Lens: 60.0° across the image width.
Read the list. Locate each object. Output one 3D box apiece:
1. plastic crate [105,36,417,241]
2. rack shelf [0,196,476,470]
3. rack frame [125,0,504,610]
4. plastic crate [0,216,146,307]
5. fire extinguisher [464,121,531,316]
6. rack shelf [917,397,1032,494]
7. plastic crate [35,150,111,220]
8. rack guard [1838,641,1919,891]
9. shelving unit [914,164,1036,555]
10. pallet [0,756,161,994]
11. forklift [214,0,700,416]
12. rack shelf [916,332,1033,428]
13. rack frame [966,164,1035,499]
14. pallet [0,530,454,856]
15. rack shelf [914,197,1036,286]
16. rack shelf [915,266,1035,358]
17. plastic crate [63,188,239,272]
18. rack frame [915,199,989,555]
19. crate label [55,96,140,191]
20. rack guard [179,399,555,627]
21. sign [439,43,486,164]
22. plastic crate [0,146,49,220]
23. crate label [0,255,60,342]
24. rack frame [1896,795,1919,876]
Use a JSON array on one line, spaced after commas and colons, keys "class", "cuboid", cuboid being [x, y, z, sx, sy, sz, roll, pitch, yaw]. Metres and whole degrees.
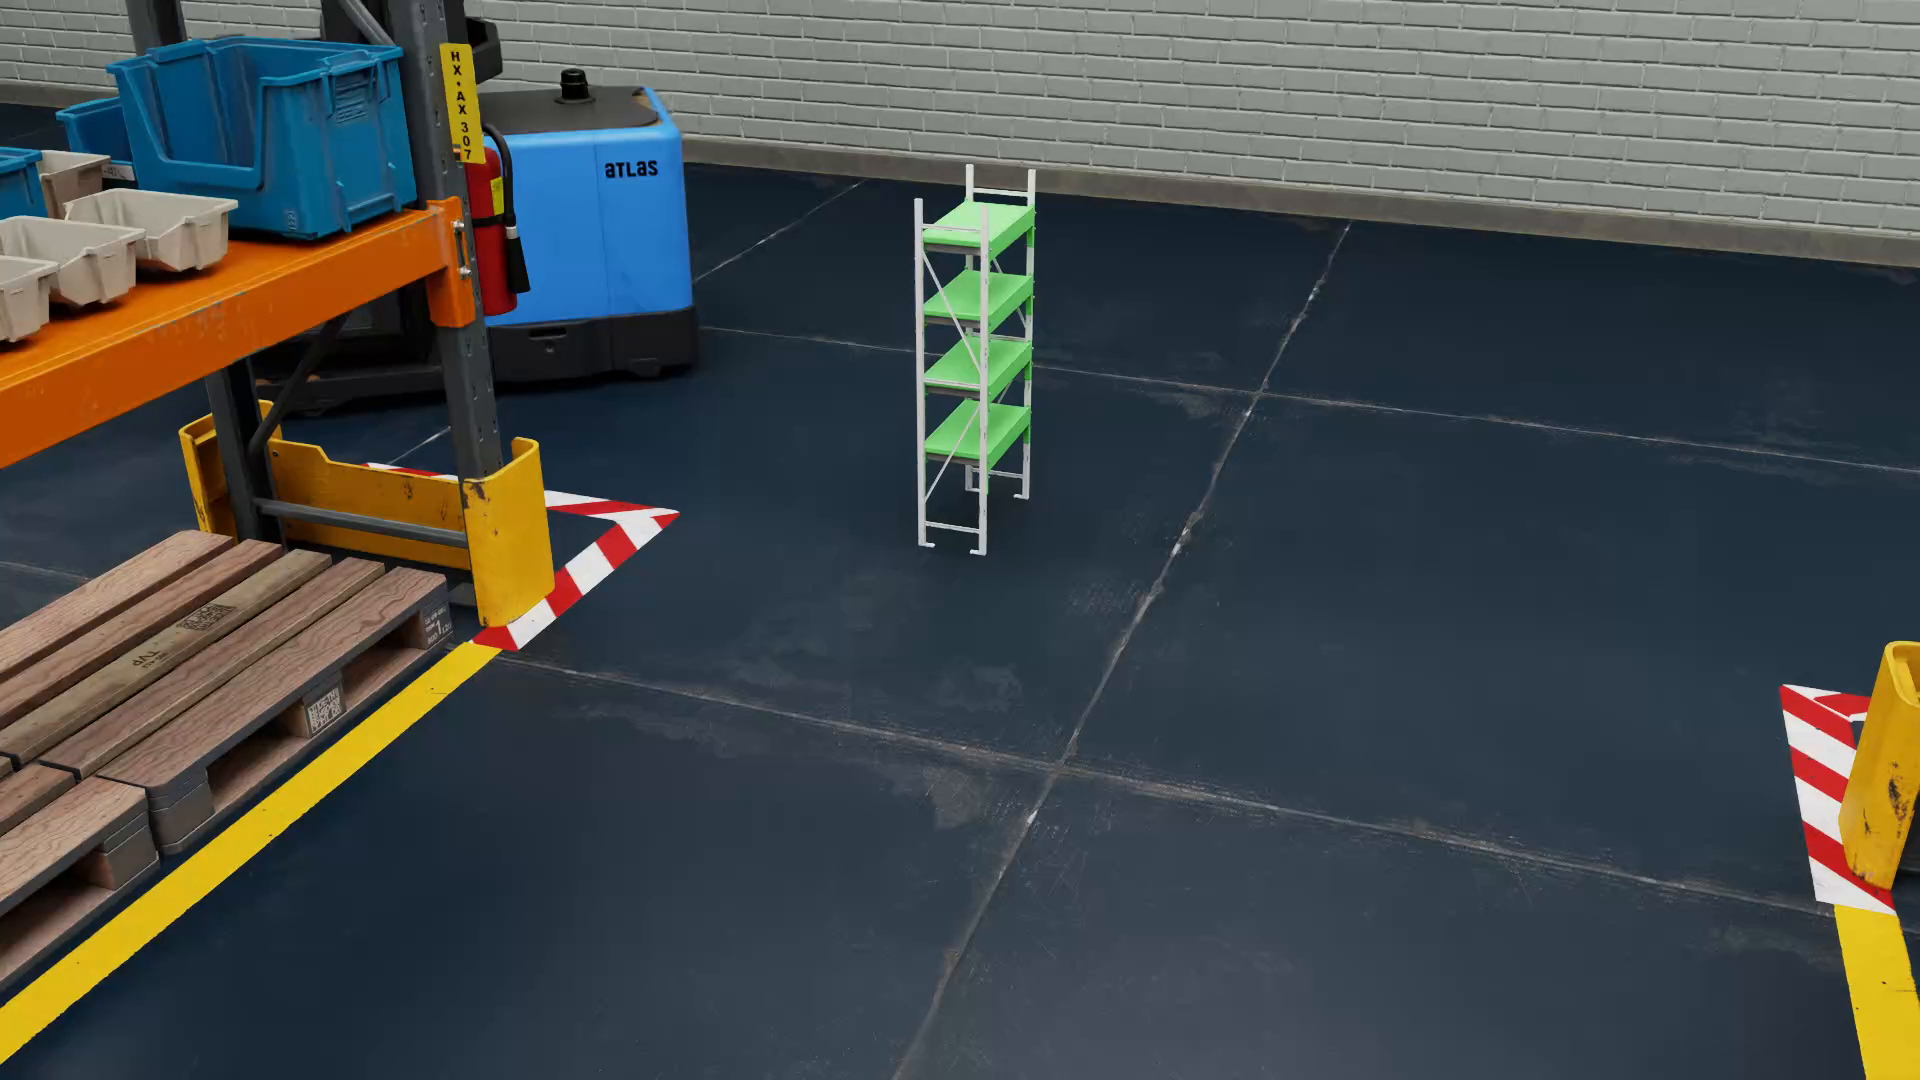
[{"class": "plastic crate", "cuboid": [-1.843, -1.091, 4.452, 0.616, 0.435, 0.499, 9, 27, 17]}, {"class": "rack shelf", "cuboid": [-2.573, -0.067, 3.272, 1.077, 0.370, 4.000, 9, 27, 17]}, {"class": "rack frame", "cuboid": [-1.908, -1.213, 4.813, 1.000, 3.000, 0.127, 9, 27, 17]}, {"class": "plastic crate", "cuboid": [-2.118, -0.643, 3.869, 0.396, 0.136, 0.243, 9, 27, 17]}, {"class": "fire extinguisher", "cuboid": [-1.429, -1.006, 4.903, 0.296, 0.674, 0.183, 9, 27, 17]}, {"class": "rack shelf", "cuboid": [0.055, -0.335, 5.761, 0.258, 0.148, 0.480, 9, 27, 17]}, {"class": "plastic crate", "cuboid": [-2.485, -0.948, 4.499, 0.250, 0.136, 0.298, 9, 27, 17]}, {"class": "rack guard", "cuboid": [2.771, 0.621, 3.894, 1.175, 0.500, 0.348, 9, 27, 17]}, {"class": "shelving unit", "cuboid": [0.055, -0.608, 5.629, 0.258, 1.200, 0.503, 9, 27, 17]}, {"class": "pallet", "cuboid": [-2.626, 0.875, 3.700, 1.003, 0.211, 1.213, 9, 27, 17]}, {"class": "forklift", "cuboid": [-2.706, -2.058, 6.636, 3.031, 2.935, 1.130, -7, 27, -14]}, {"class": "rack shelf", "cuboid": [0.055, -0.551, 5.657, 0.258, 0.148, 0.480, 9, 27, 17]}, {"class": "rack frame", "cuboid": [0.136, -0.708, 5.836, 0.240, 1.200, 0.015, 9, 27, 17]}, {"class": "pallet", "cuboid": [-2.219, 0.376, 4.732, 1.003, 0.211, 1.213, 9, 27, 17]}, {"class": "rack shelf", "cuboid": [0.055, -0.983, 5.448, 0.258, 0.148, 0.480, 9, 27, 17]}, {"class": "rack shelf", "cuboid": [0.055, -0.767, 5.552, 0.258, 0.148, 0.480, 9, 27, 17]}, {"class": "plastic crate", "cuboid": [-2.008, -0.760, 4.111, 0.396, 0.136, 0.243, 9, 27, 17]}, {"class": "rack frame", "cuboid": [-0.026, -0.508, 5.422, 0.240, 1.200, 0.015, 9, 27, 17]}, {"class": "crate label", "cuboid": [-2.300, -1.111, 4.725, 0.416, 0.233, 0.303, 9, 27, 17]}, {"class": "rack guard", "cuboid": [-1.912, -0.099, 5.382, 1.175, 0.500, 0.348, 9, 27, 17]}, {"class": "sign", "cuboid": [-1.384, -1.213, 4.626, 0.100, 0.325, 0.005, 9, 27, 17]}, {"class": "plastic crate", "cuboid": [-2.519, -0.840, 4.166, 0.416, 0.233, 0.300, 9, 27, 17]}, {"class": "crate label", "cuboid": [-2.188, -0.525, 3.625, 0.396, 0.136, 0.243, 9, 27, 17]}, {"class": "rack frame", "cuboid": [2.763, -0.495, 3.329, 1.000, 3.000, 0.127, 9, 27, 17]}]
